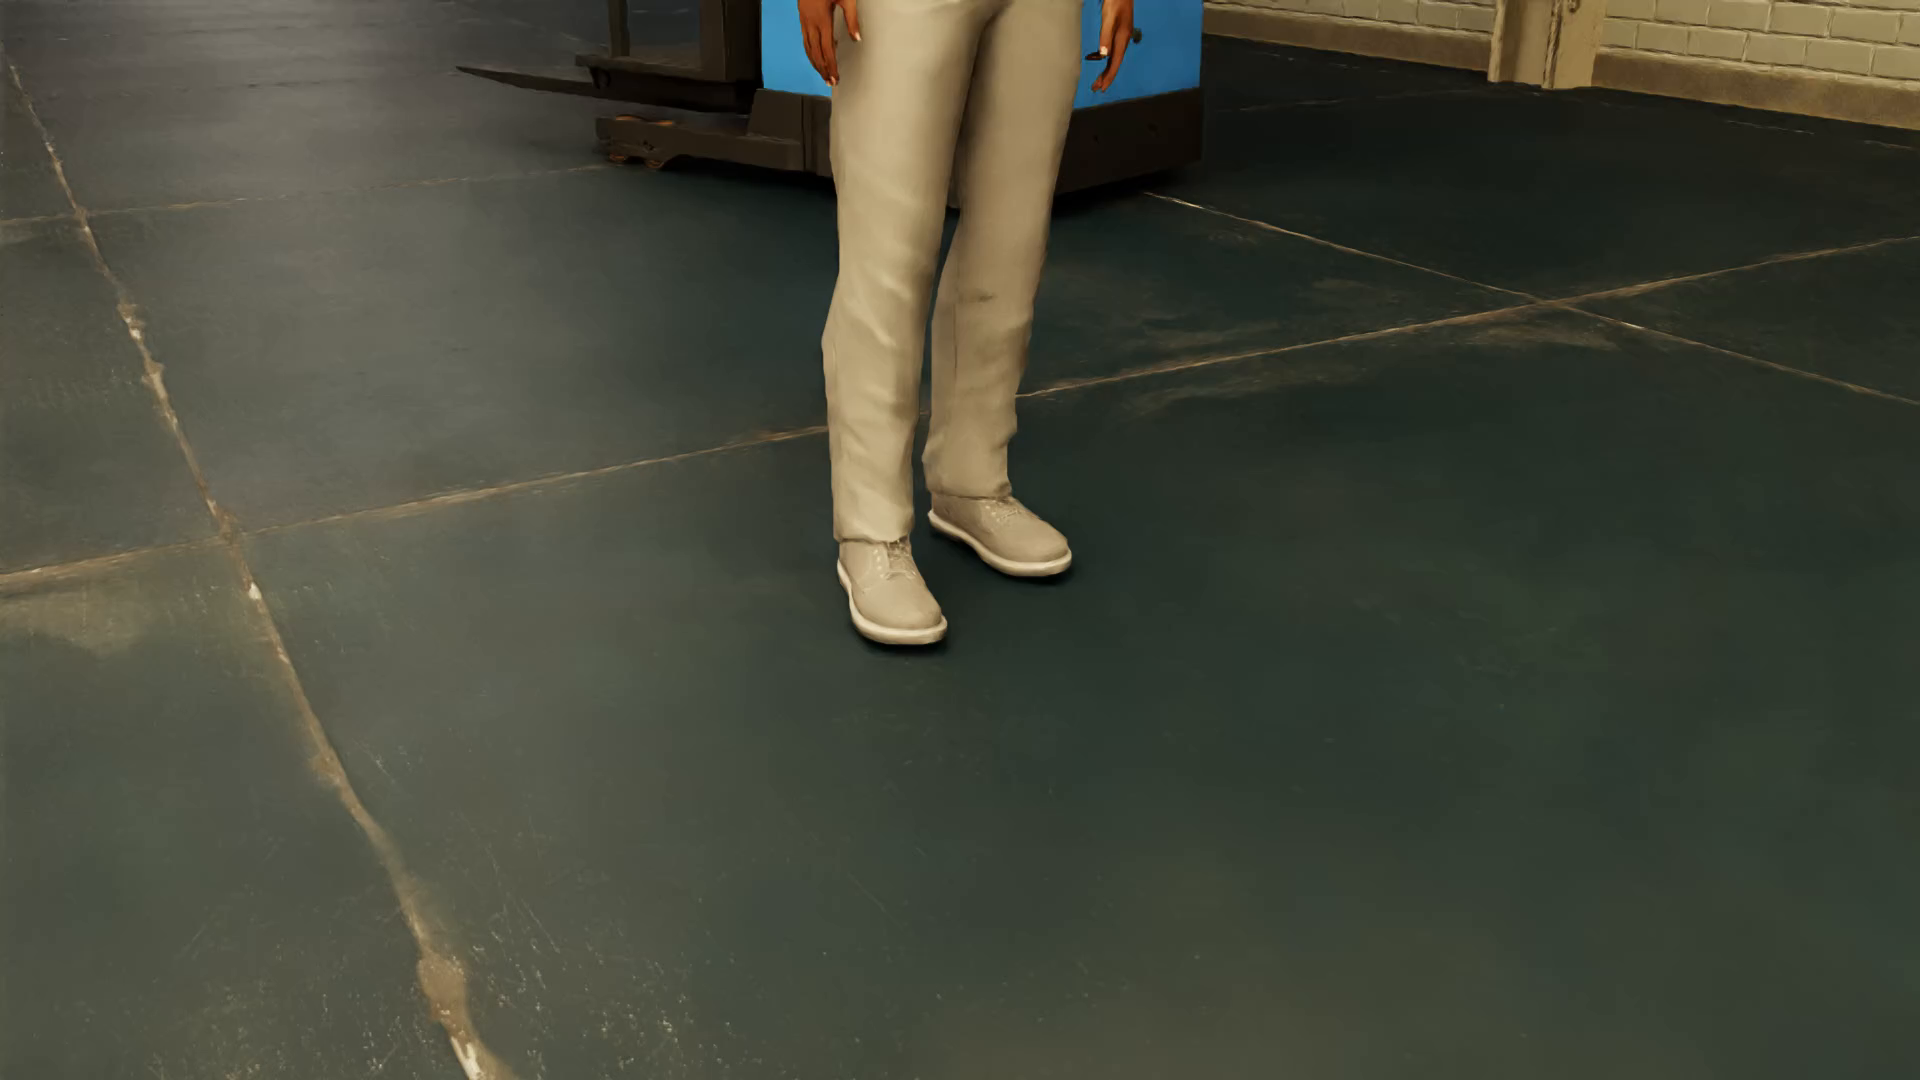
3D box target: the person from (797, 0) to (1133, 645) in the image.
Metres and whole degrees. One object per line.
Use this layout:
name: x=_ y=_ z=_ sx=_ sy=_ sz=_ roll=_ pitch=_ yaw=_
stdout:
person: x=0.021 y=-0.763 z=2.241 sx=0.570 sy=1.695 sz=0.529 roll=-12 pitch=25 yaw=-28

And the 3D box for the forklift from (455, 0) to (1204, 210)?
forklift: x=-0.655 y=-2.780 z=5.549 sx=3.031 sy=2.935 sz=1.130 roll=18 pitch=28 yaw=36
